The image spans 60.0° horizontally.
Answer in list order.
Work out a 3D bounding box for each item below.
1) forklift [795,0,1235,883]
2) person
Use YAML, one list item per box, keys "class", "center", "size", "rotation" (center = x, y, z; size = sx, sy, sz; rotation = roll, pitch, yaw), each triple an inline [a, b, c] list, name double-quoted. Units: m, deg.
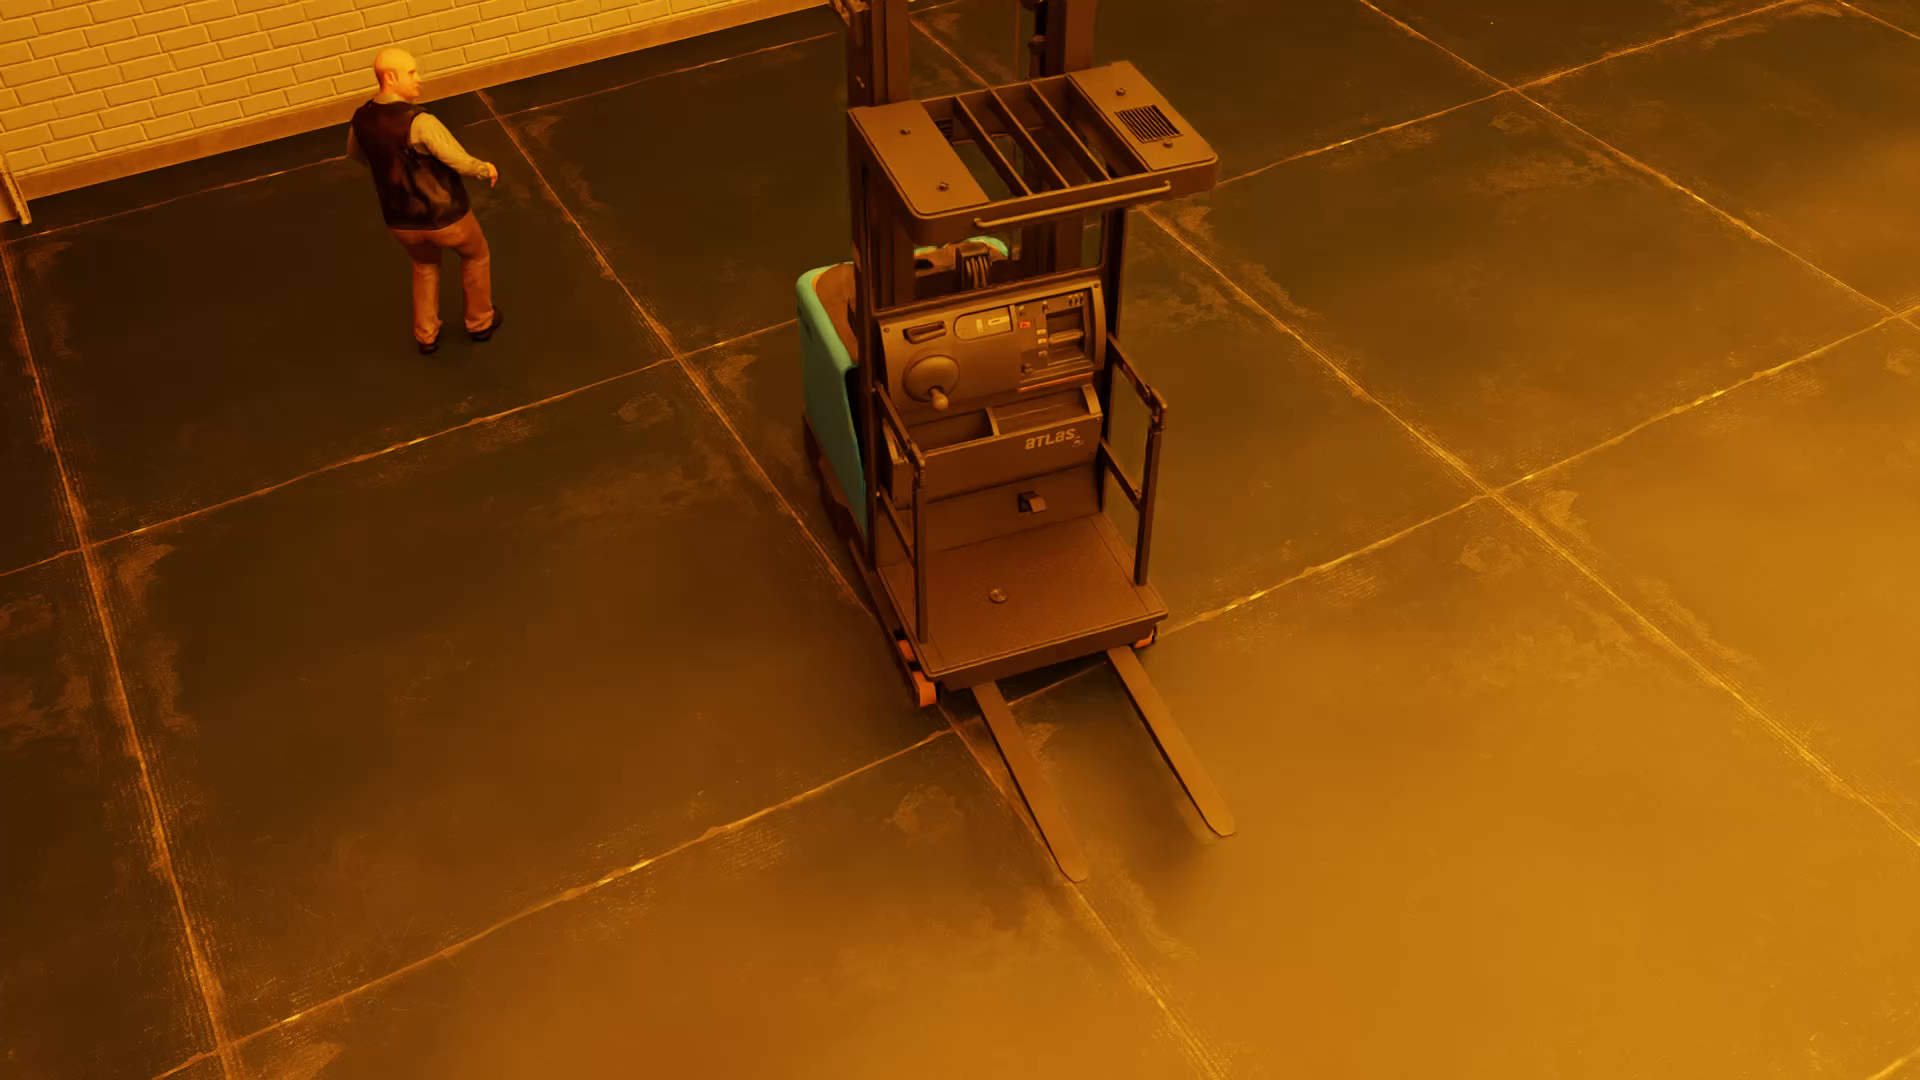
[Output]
- class: "forklift"
  center: [0.214, -0.686, 6.437]
  size: [1.130, 2.935, 3.031]
  rotation: [-14, 45, -15]
- class: "person"
  center: [-2.718, -1.728, 8.523]
  size: [0.764, 1.679, 0.602]
  rotation: [9, 44, 10]
